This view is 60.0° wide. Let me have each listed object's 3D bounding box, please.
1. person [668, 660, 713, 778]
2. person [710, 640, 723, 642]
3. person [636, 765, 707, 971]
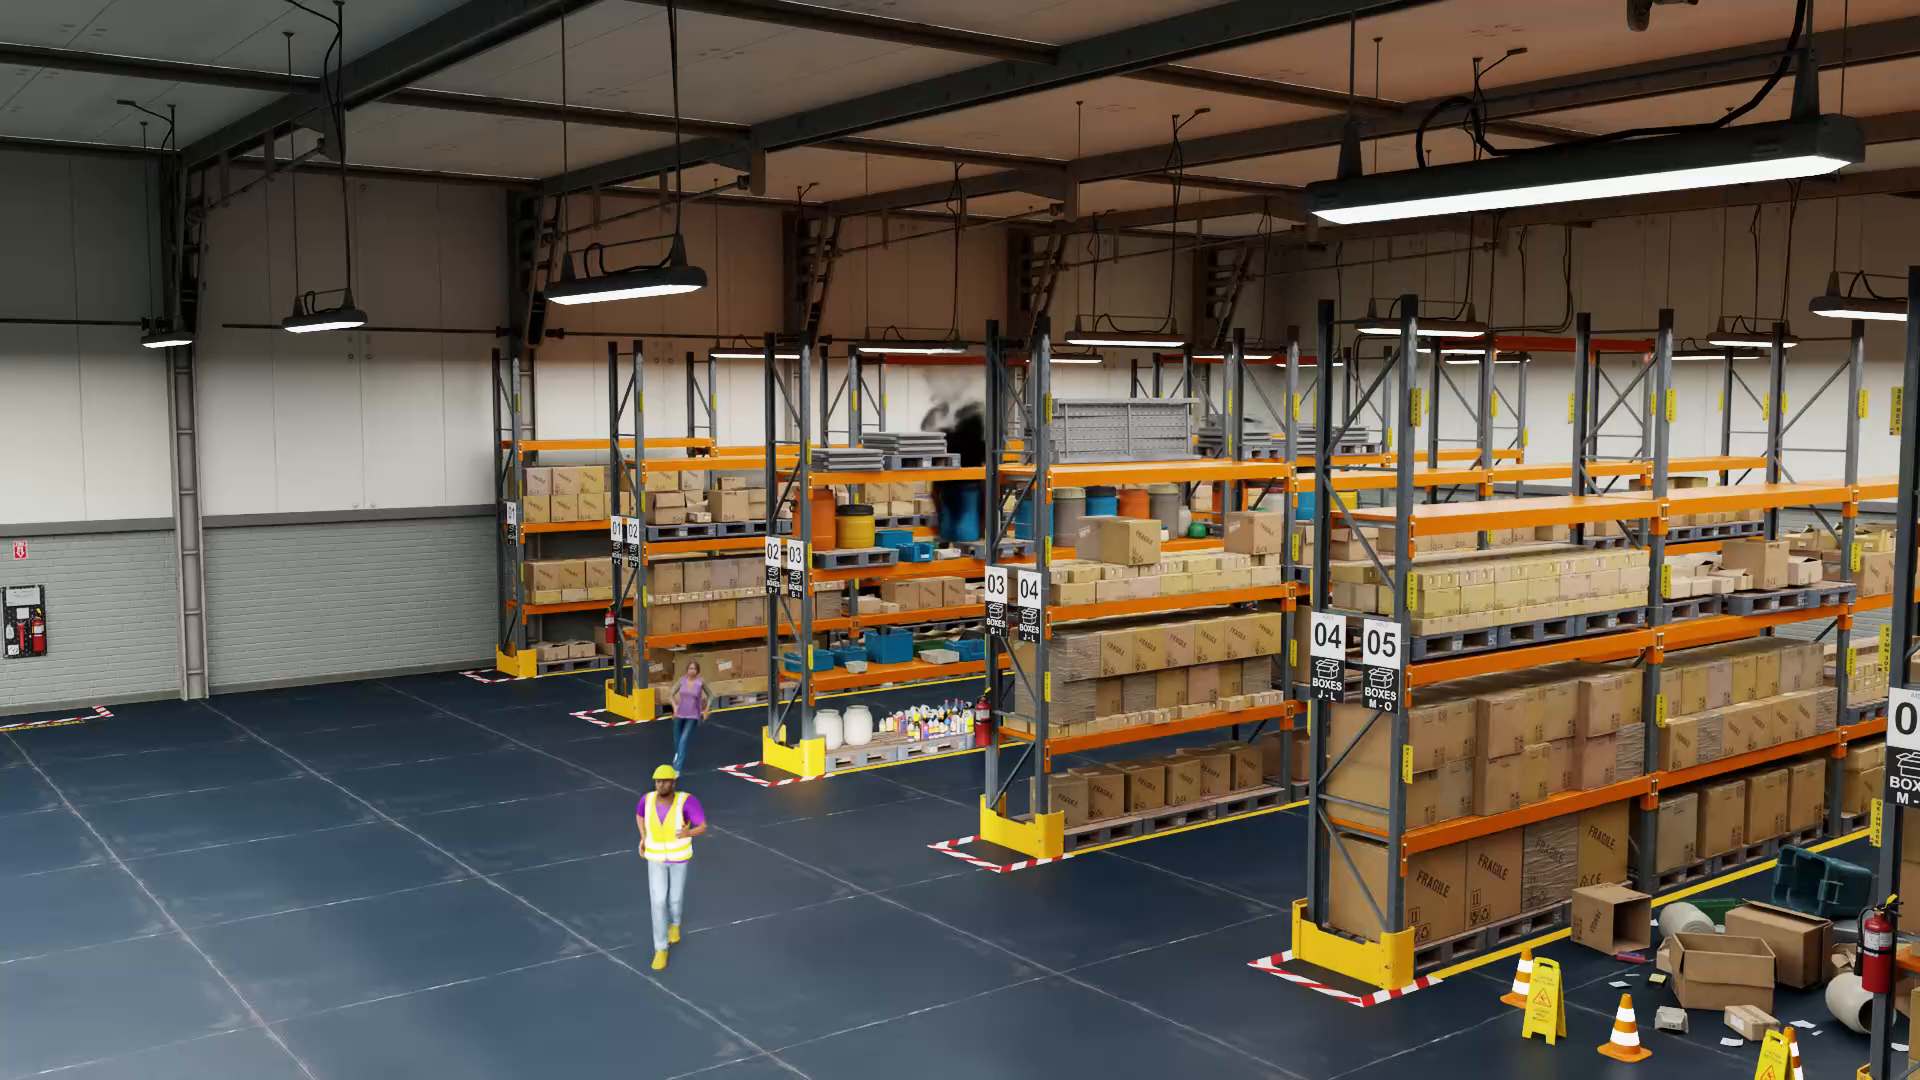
[{"bbox_3d":[-3.665,2.402,22.524,0.601,1.554,0.846,0,5,4],"label":"person"},{"bbox_3d":[-4.305,1.774,29.365,0.566,1.624,0.546,5,7,43],"label":"person"},{"bbox_3d":[-2.652,2.945,15.275,0.671,1.811,0.866,0,5,-5],"label":"person"}]
